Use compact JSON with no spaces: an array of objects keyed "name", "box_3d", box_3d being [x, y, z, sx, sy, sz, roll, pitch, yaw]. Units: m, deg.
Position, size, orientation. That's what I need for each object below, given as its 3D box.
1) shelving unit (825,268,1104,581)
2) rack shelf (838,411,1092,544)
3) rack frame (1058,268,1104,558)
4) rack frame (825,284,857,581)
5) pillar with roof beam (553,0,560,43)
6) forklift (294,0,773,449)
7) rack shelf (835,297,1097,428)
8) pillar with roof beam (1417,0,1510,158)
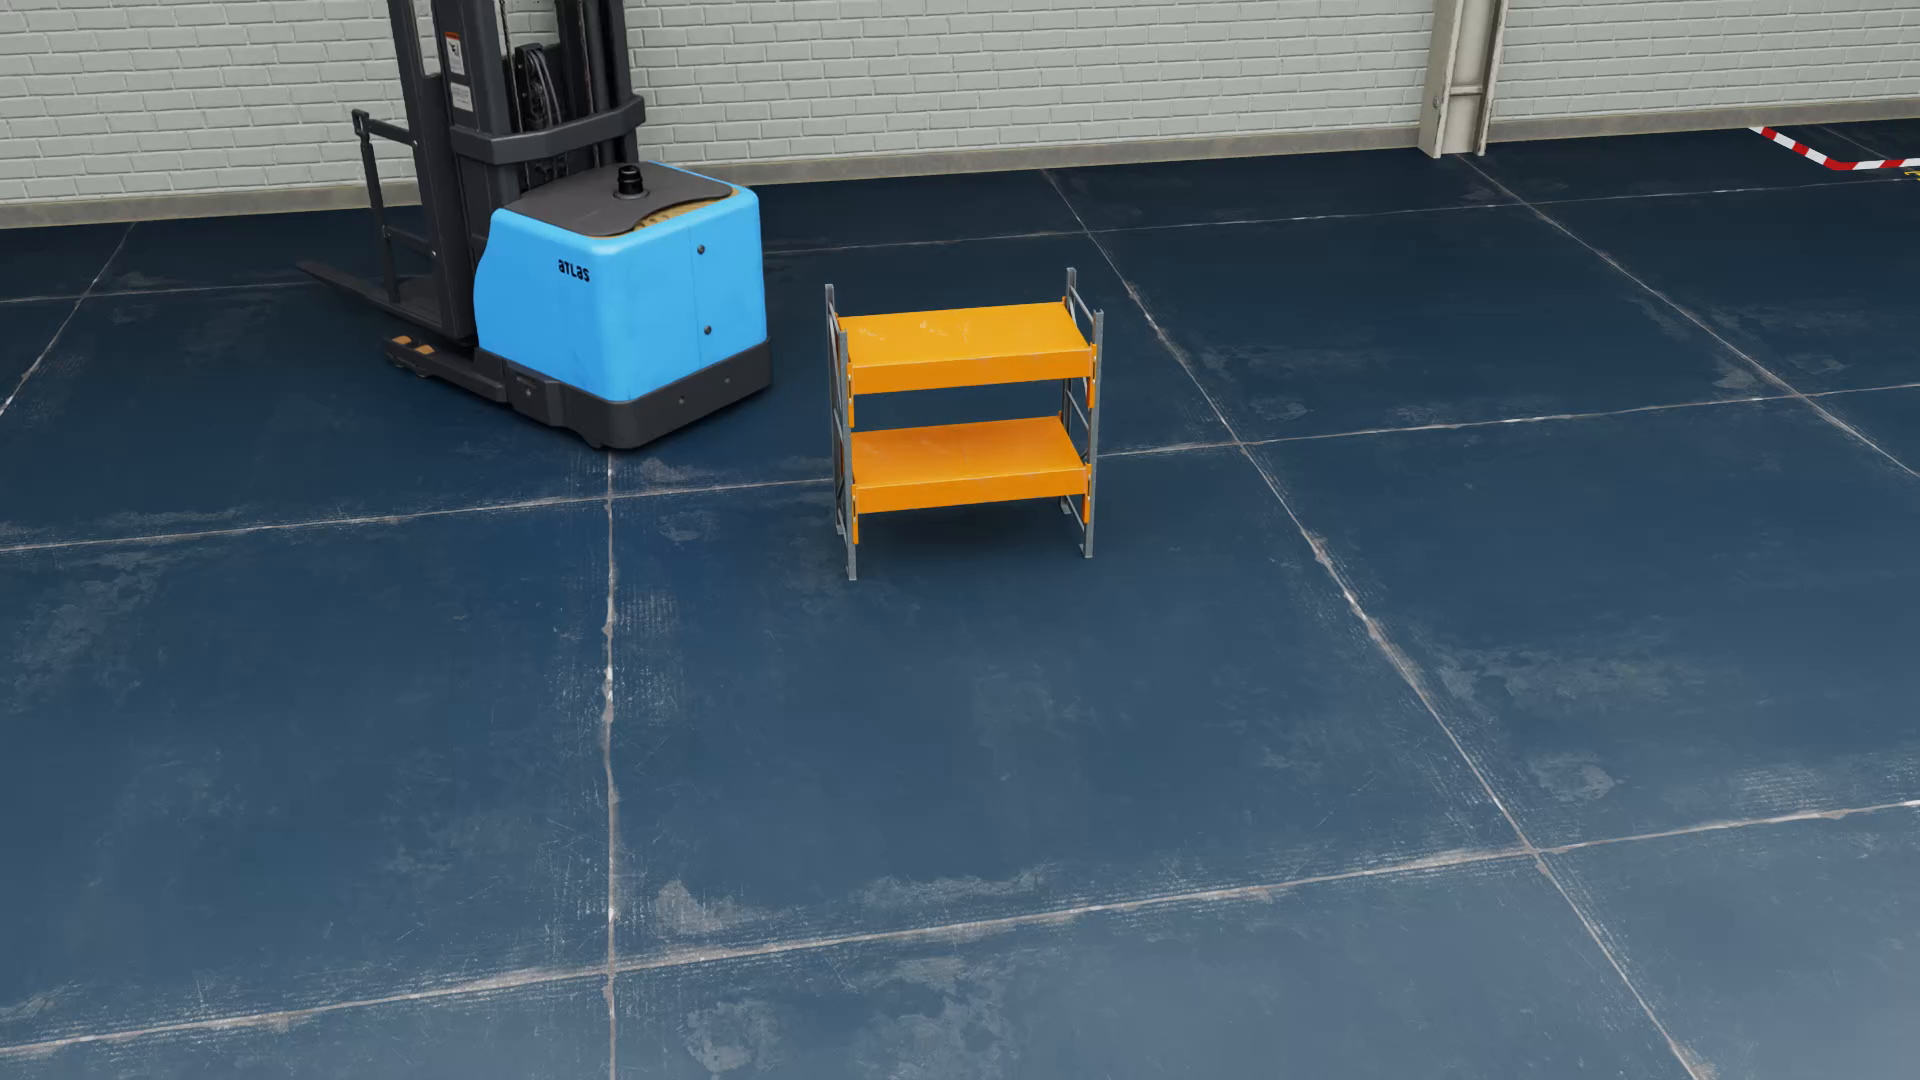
[{"name":"shelving unit","box_3d":[0.007,-0.486,6.966,1.048,1.125,0.538,-5,31,-9]},{"name":"rack shelf","box_3d":[0.007,-0.275,7.090,1.000,0.278,0.538,-5,31,-9]},{"name":"rack frame","box_3d":[0.507,-0.532,7.045,0.032,1.125,0.500,-5,31,-9]},{"name":"rack frame","box_3d":[-0.493,-0.439,6.887,0.032,1.125,0.500,-5,31,-9]},{"name":"pillar with roof beam","box_3d":[-1.574,-4.011,5.193,0.400,9.000,9.100,-5,31,-9]},{"name":"forklift","box_3d":[-2.417,-2.298,8.267,3.031,2.935,1.130,22,37,33]},{"name":"rack shelf","box_3d":[0.007,-0.738,6.818,1.000,0.278,0.538,-5,31,-9]},{"name":"pillar with roof beam","box_3d":[4.328,-4.559,6.125,0.400,9.000,9.100,-5,31,-9]}]
